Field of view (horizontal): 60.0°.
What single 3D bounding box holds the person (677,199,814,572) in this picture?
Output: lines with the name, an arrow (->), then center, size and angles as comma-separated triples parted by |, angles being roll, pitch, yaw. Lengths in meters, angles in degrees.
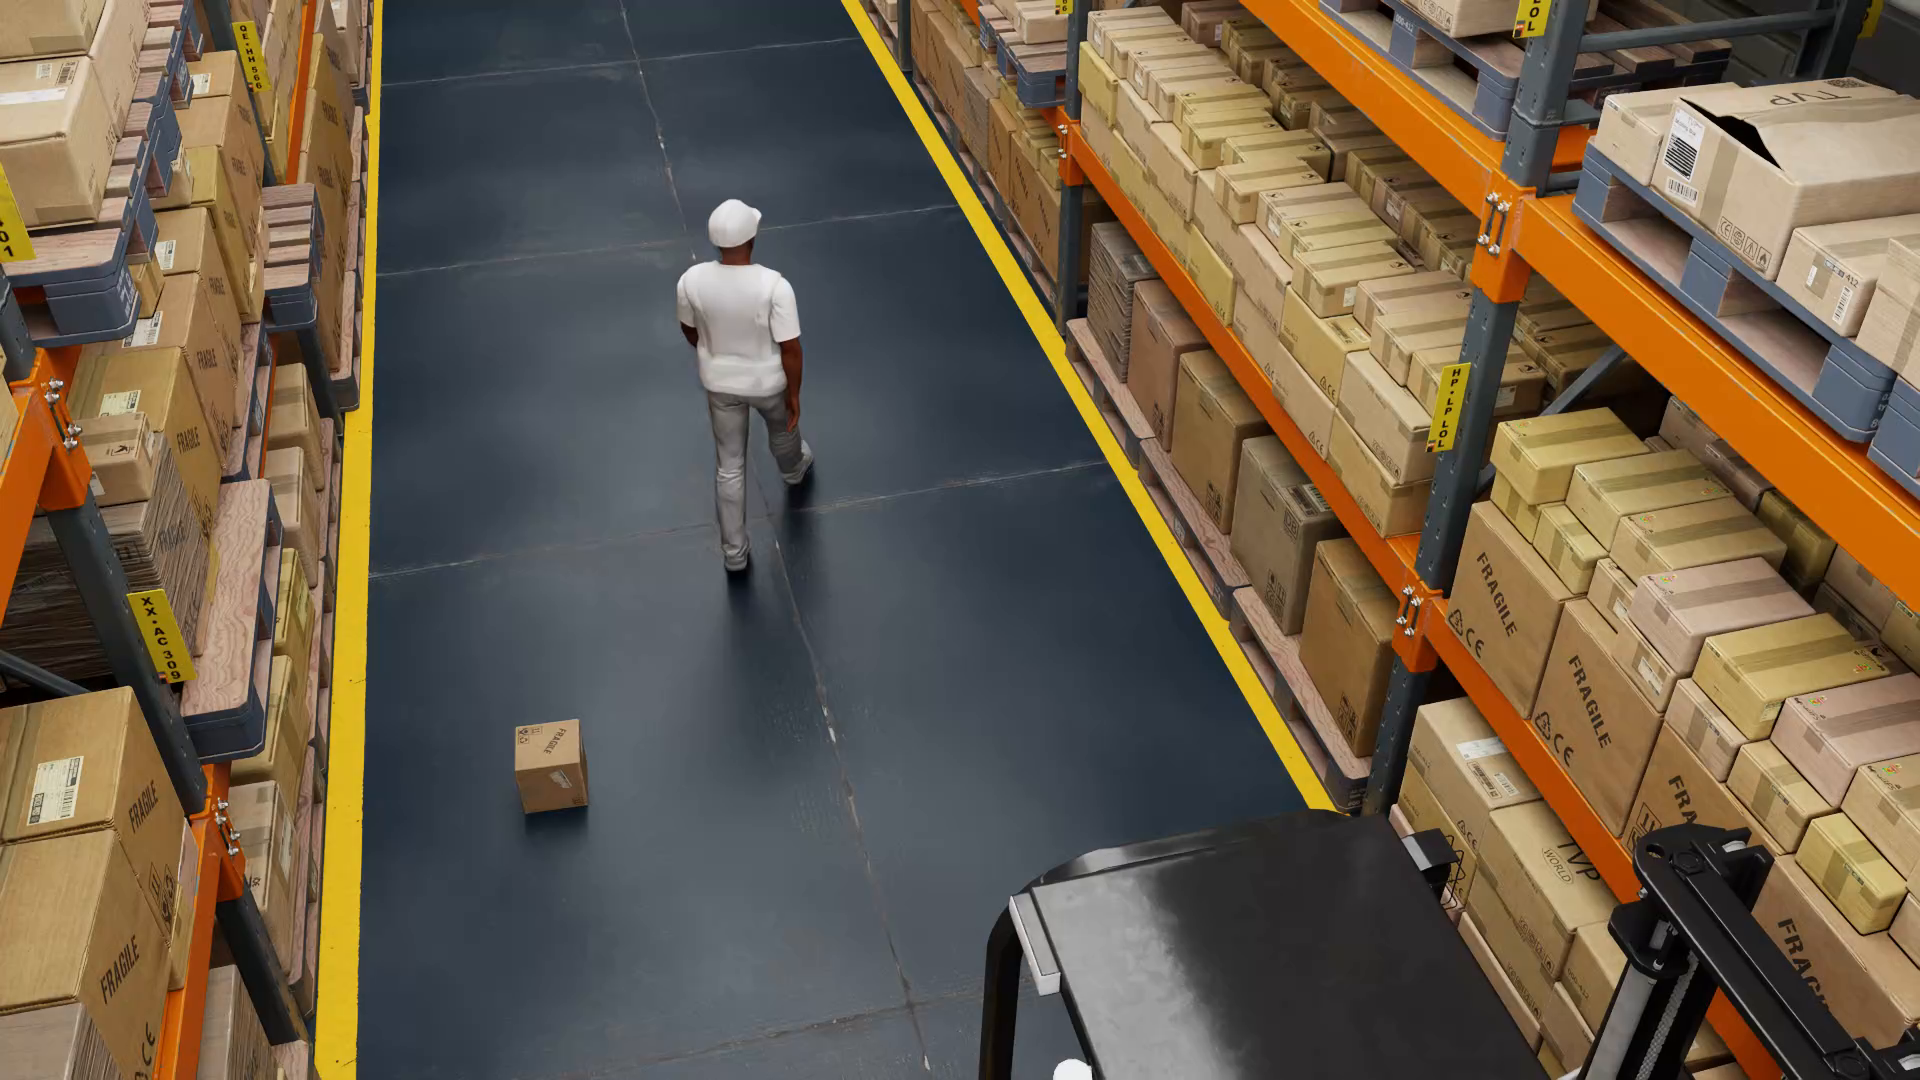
person -> -0.970, -0.816, 7.651 | 0.580, 1.703, 1.053 | 3, 38, 4
